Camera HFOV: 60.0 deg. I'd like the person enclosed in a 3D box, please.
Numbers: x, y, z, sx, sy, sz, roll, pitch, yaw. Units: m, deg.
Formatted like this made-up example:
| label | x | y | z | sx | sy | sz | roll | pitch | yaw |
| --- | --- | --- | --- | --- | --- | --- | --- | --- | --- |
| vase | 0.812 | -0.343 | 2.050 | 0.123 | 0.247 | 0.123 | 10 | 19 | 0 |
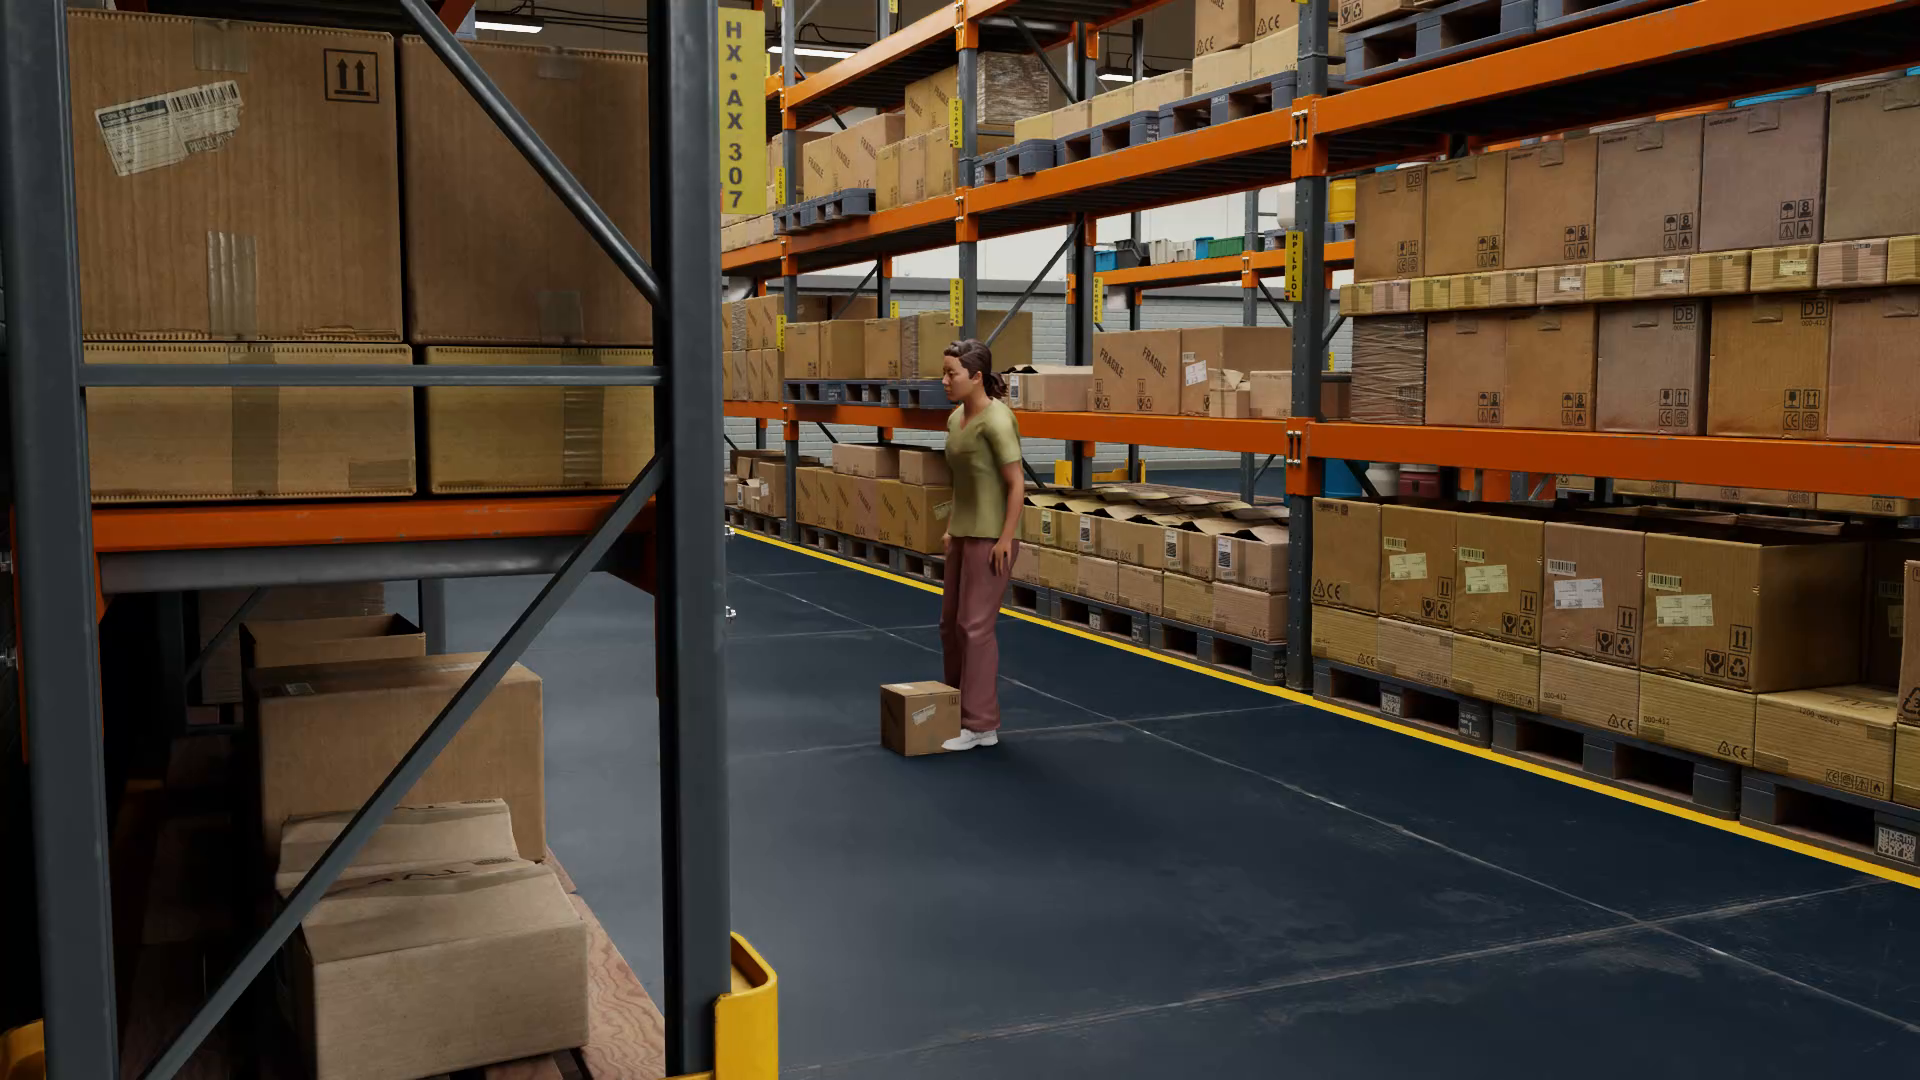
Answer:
| label | x | y | z | sx | sy | sz | roll | pitch | yaw |
| --- | --- | --- | --- | --- | --- | --- | --- | --- | --- |
| person | 0.039 | 0.013 | 6.839 | 0.415 | 1.671 | 0.521 | -3 | 6 | -27 |
